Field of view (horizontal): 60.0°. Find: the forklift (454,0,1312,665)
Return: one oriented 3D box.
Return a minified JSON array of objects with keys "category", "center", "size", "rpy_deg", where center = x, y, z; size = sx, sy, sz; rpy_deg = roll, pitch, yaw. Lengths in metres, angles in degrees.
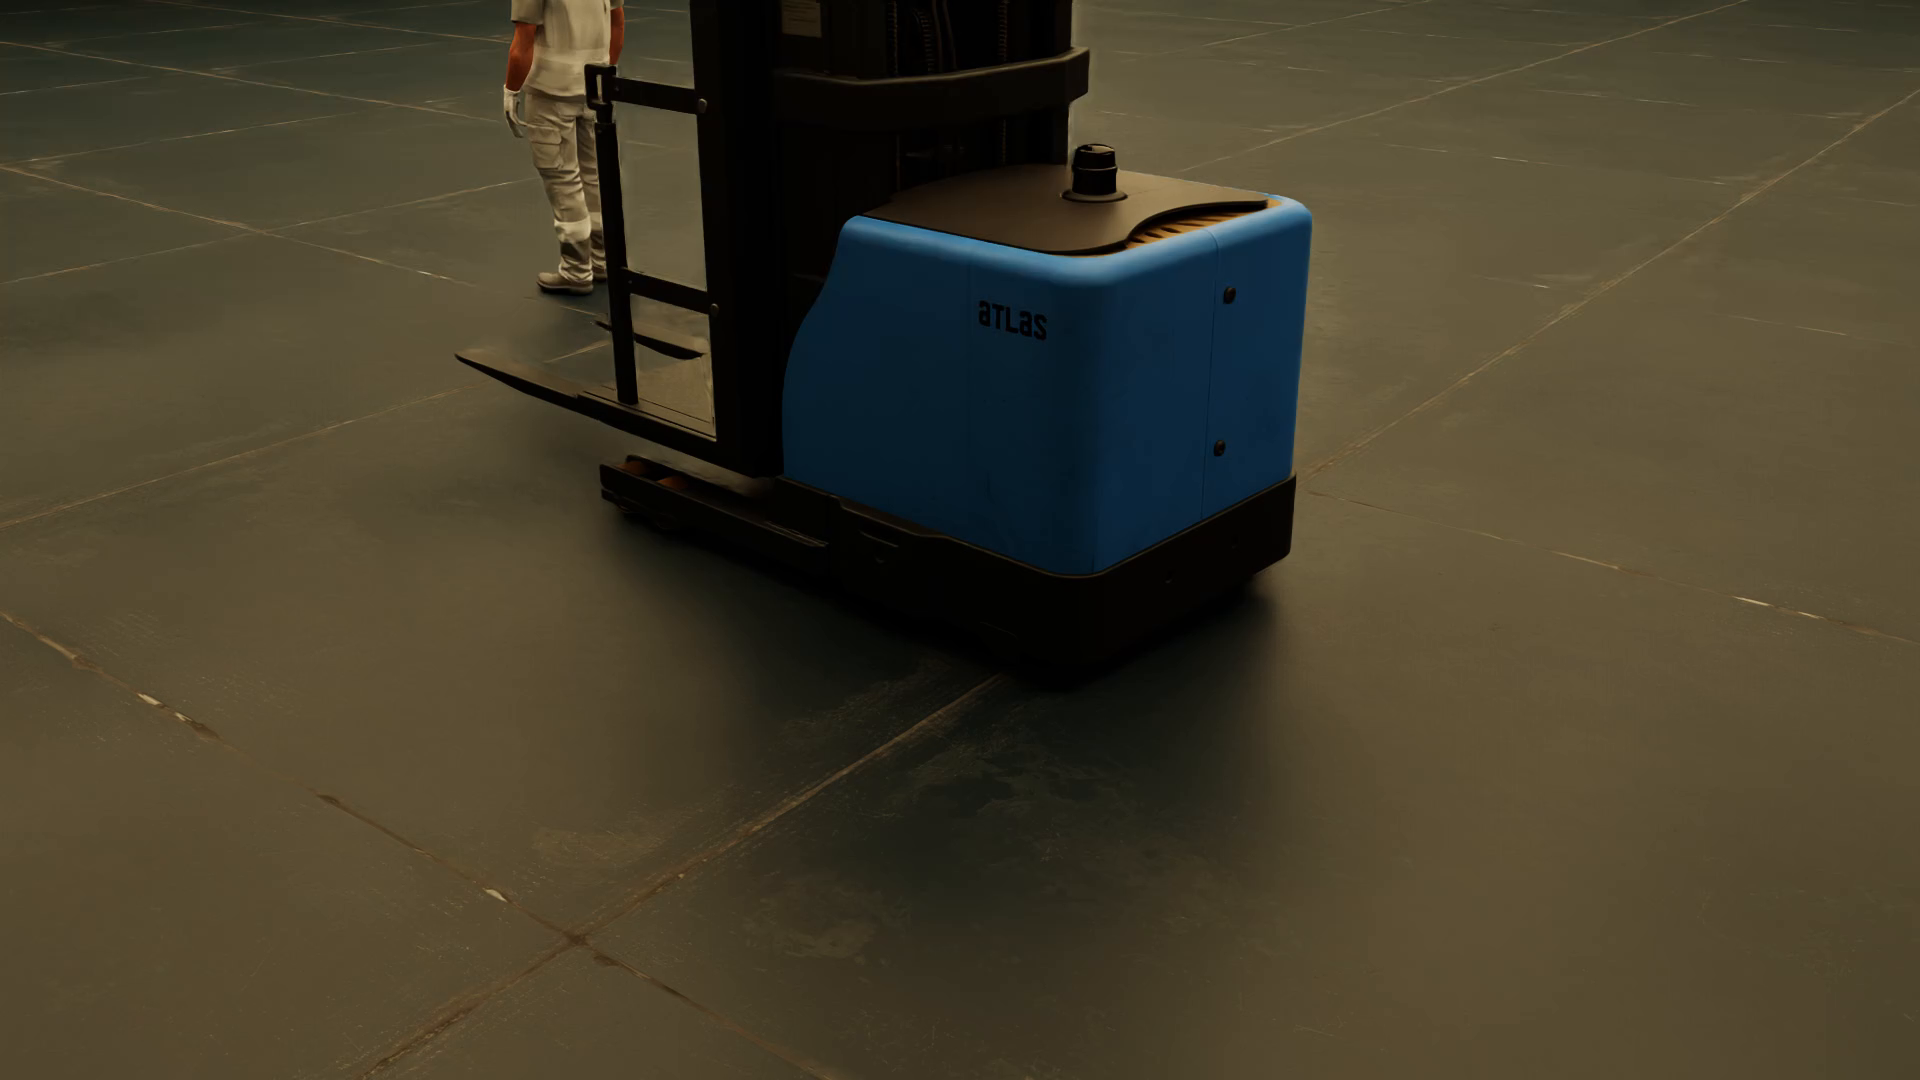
[{"category":"forklift","center":[-0.485,-1.509,4.810],"size":[3.031,2.935,1.130],"rpy_deg":[20,30,38]}]

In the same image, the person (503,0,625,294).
[{"category":"person","center":[-1.782,-1.982,7.320],"size":[0.558,1.789,0.637],"rpy_deg":[17,28,33]}]
